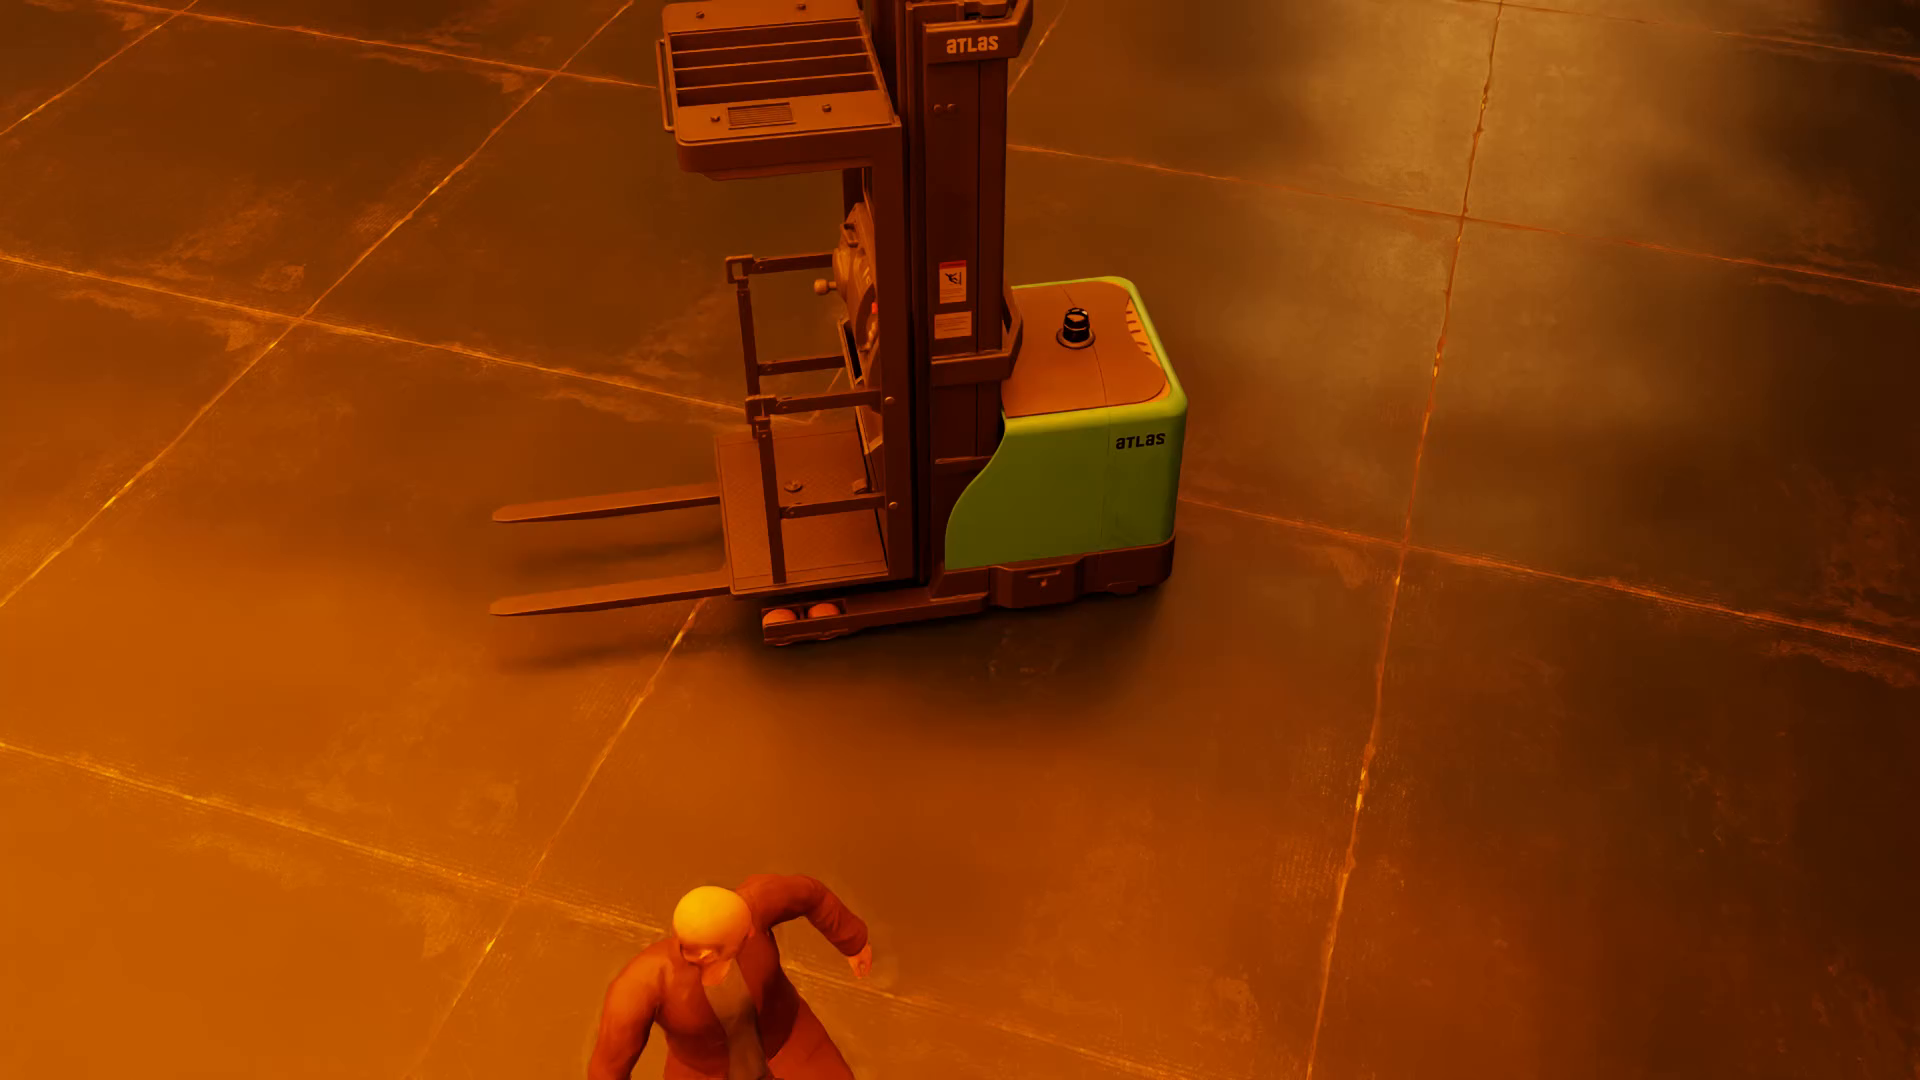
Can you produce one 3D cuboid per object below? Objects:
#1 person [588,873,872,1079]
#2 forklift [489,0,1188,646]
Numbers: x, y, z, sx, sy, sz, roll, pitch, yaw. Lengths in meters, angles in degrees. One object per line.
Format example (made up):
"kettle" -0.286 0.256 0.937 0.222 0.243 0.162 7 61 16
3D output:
"person" -0.645 1.543 4.989 0.922 1.670 0.581 -15 45 -16
"forklift" -0.601 -0.999 6.763 3.031 2.935 1.130 -7 43 -8
